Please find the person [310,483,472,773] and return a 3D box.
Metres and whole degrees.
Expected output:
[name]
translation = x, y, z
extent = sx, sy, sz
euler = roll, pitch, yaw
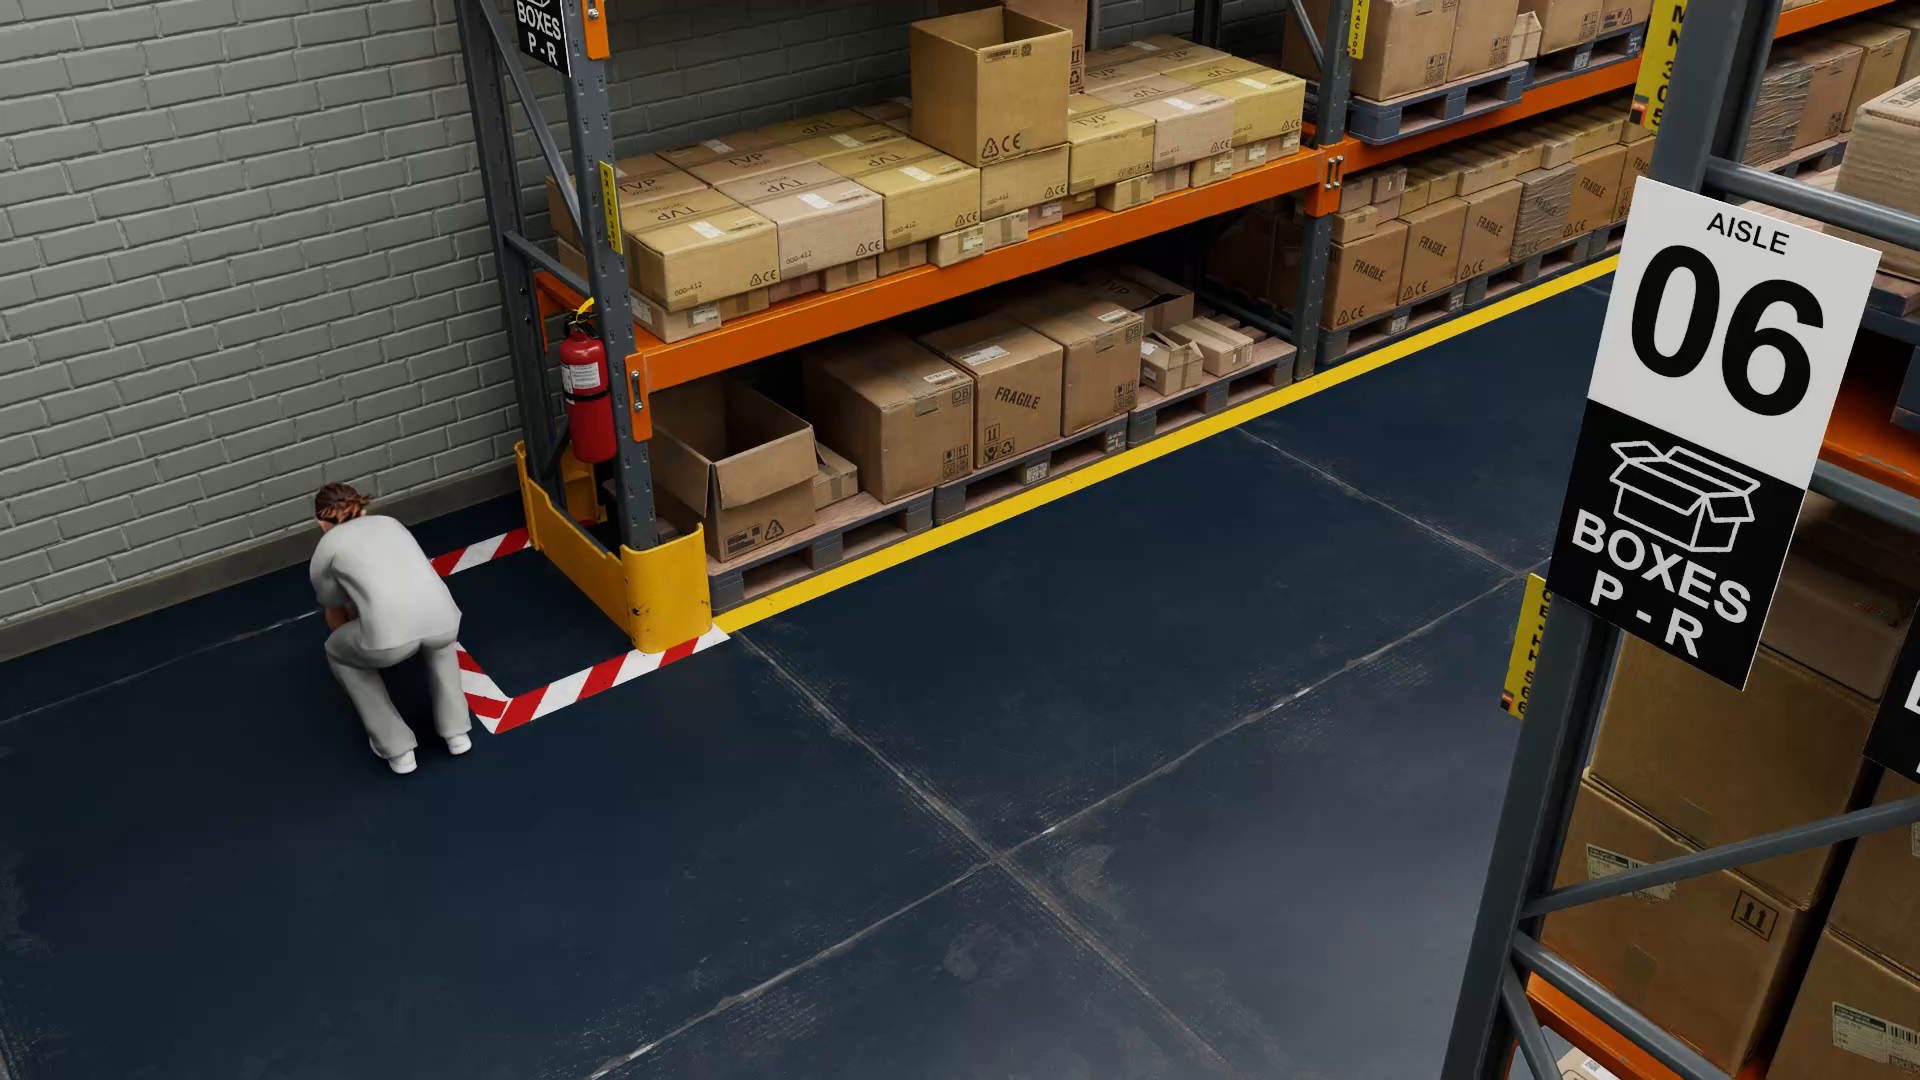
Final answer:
[person]
translation = -2.168, 0.321, 6.301
extent = 0.477, 0.960, 0.861
euler = -21, 38, -29
